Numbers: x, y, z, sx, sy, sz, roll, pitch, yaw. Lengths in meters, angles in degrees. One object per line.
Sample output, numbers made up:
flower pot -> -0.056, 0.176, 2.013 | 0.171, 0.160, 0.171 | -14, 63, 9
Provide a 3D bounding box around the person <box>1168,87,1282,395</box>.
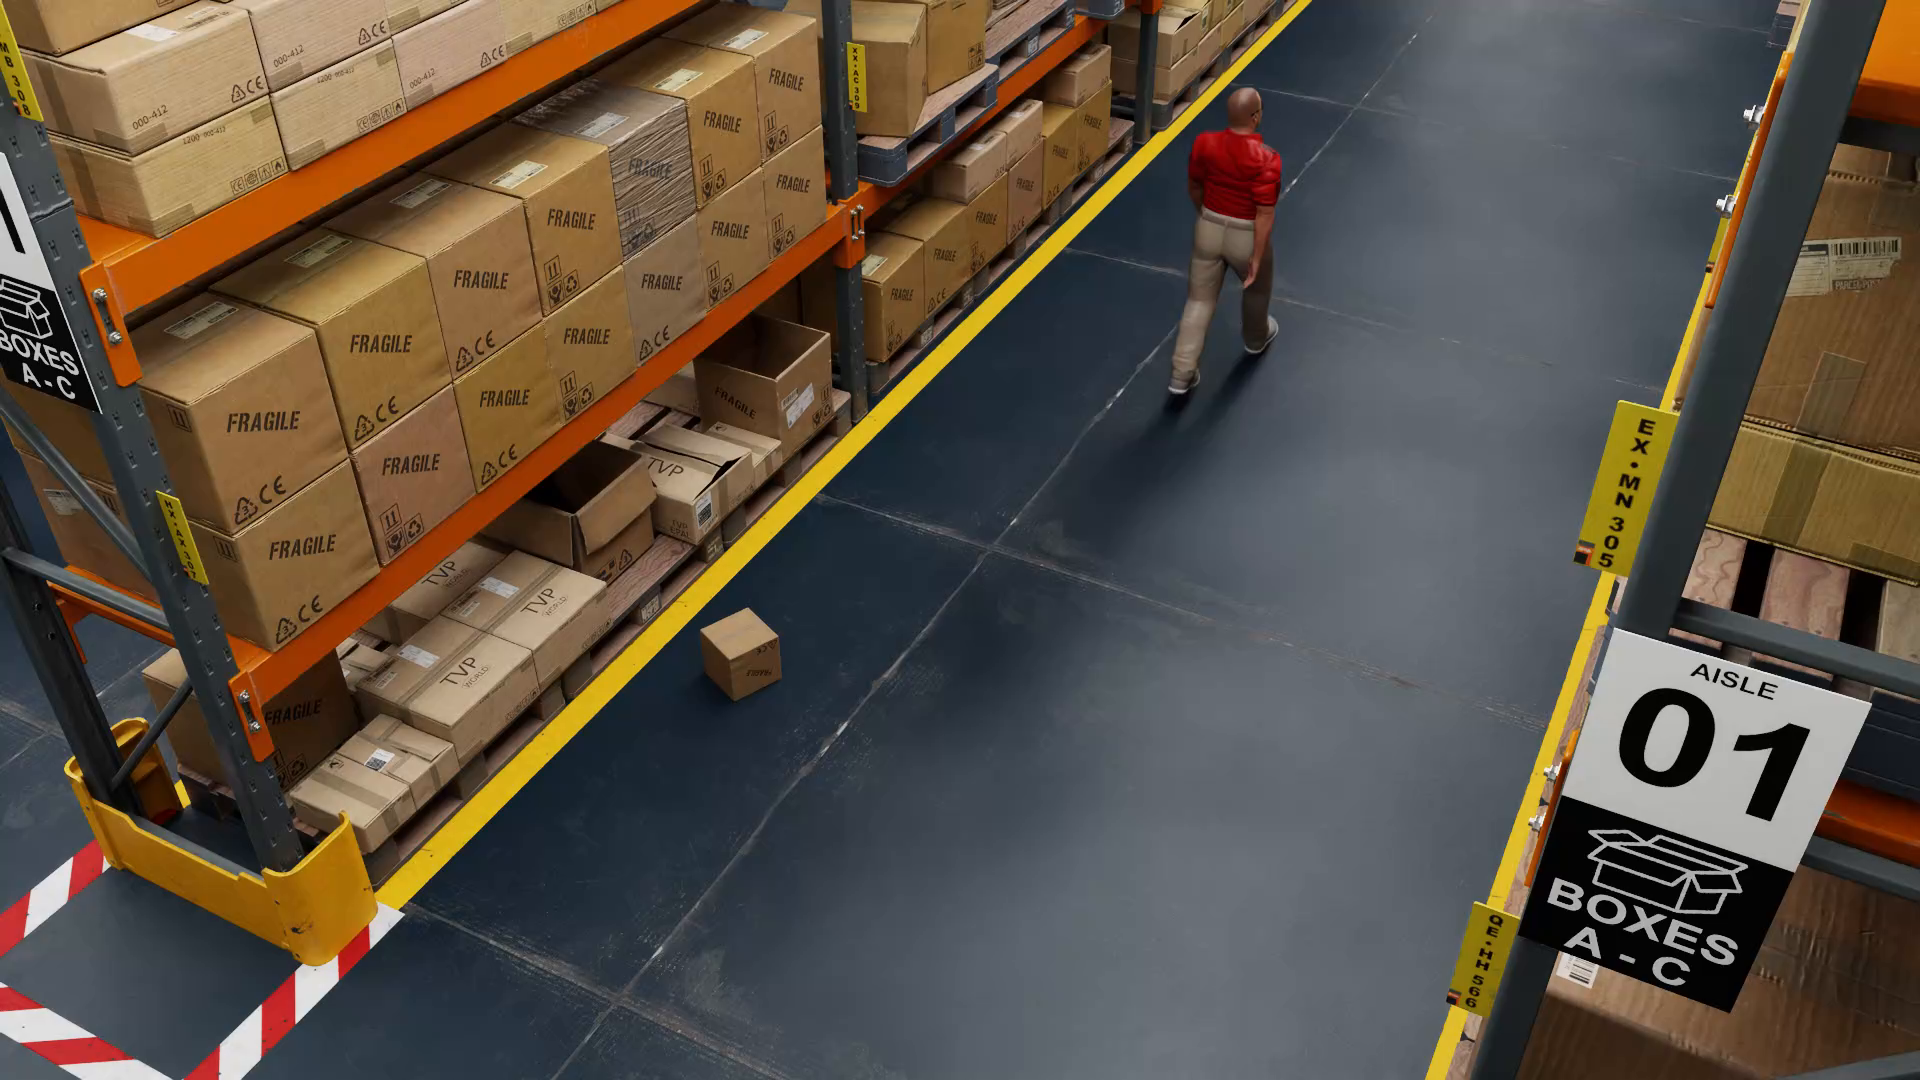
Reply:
person -> 1.458, -1.650, 8.896 | 0.536, 1.670, 1.036 | 18, 41, 21
